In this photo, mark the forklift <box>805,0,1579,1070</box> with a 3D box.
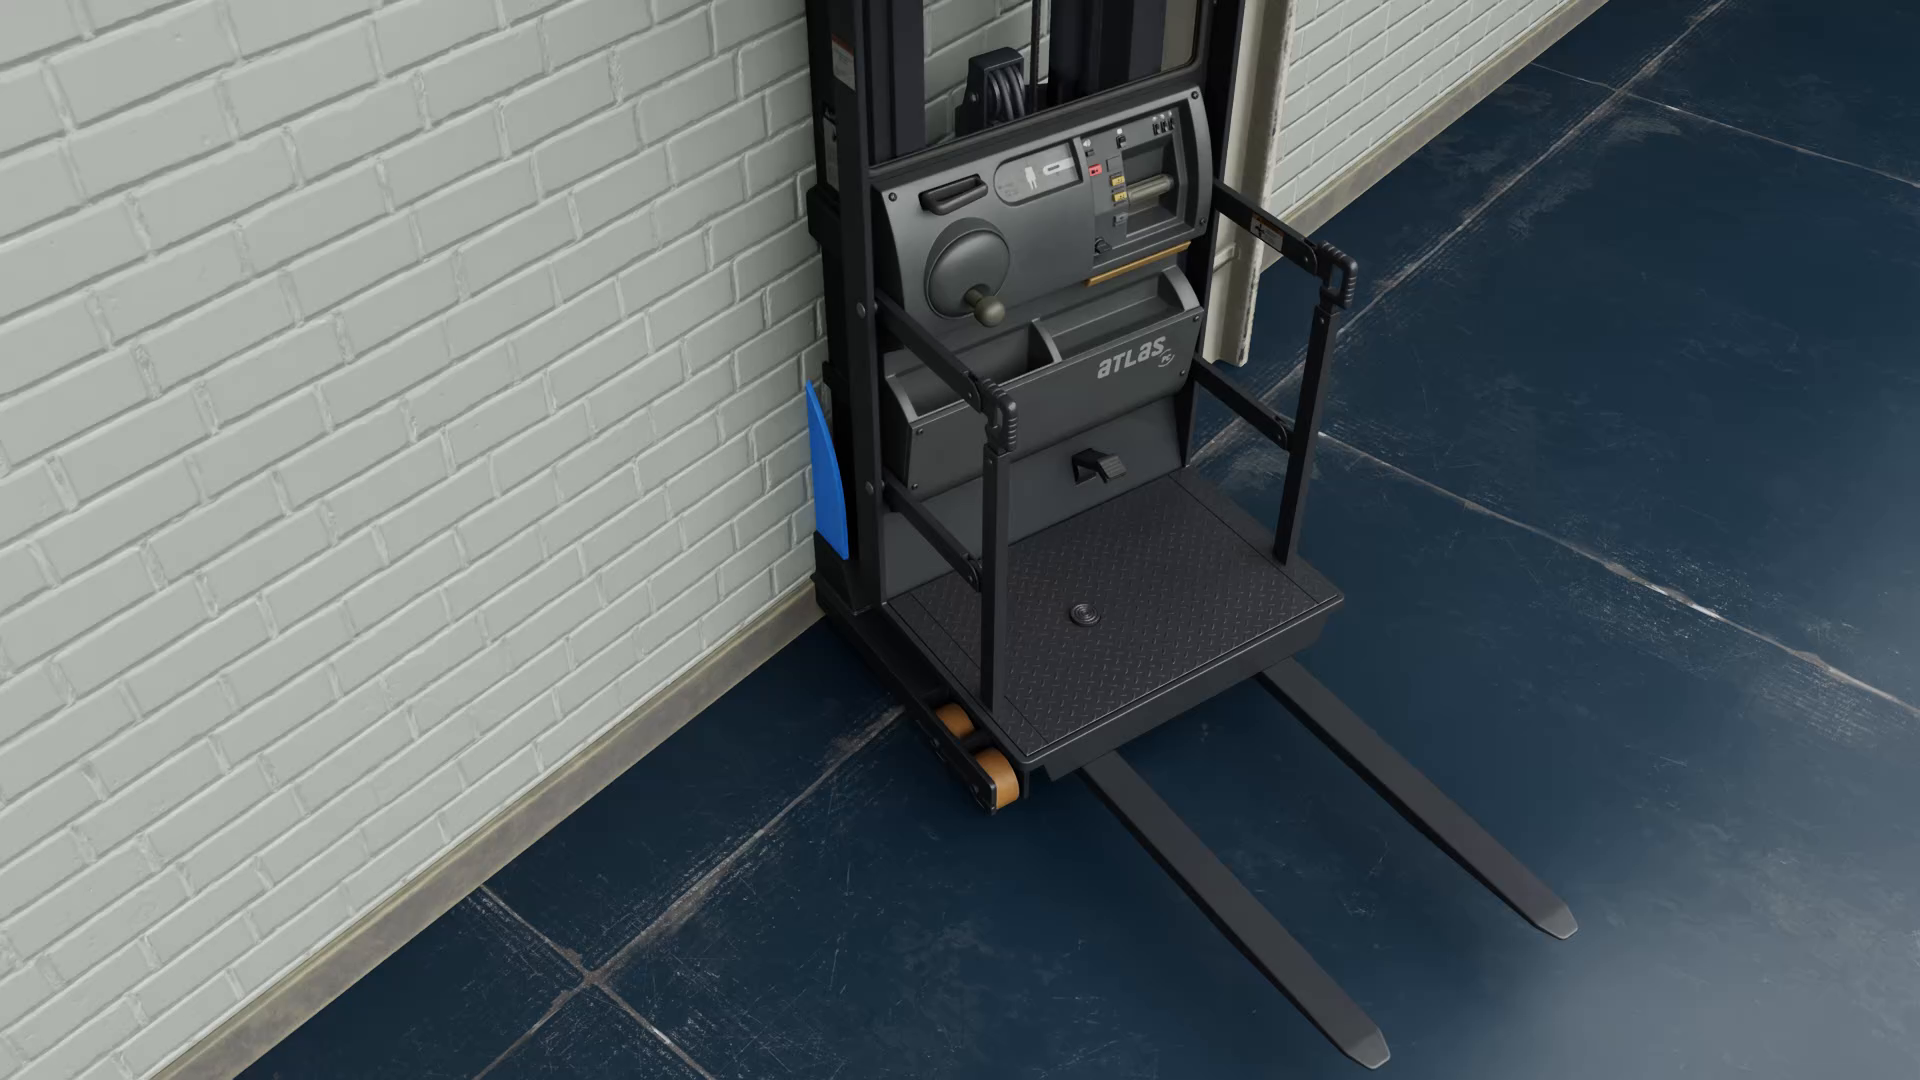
[{"bbox_3d":[0.347,-0.731,3.875,1.130,2.935,3.031,-24,47,-24],"label":"forklift"}]

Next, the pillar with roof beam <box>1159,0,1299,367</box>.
[{"bbox_3d":[4.083,-2.074,0.842,9.100,9.000,0.400,29,50,28],"label":"pillar with roof beam"}]
